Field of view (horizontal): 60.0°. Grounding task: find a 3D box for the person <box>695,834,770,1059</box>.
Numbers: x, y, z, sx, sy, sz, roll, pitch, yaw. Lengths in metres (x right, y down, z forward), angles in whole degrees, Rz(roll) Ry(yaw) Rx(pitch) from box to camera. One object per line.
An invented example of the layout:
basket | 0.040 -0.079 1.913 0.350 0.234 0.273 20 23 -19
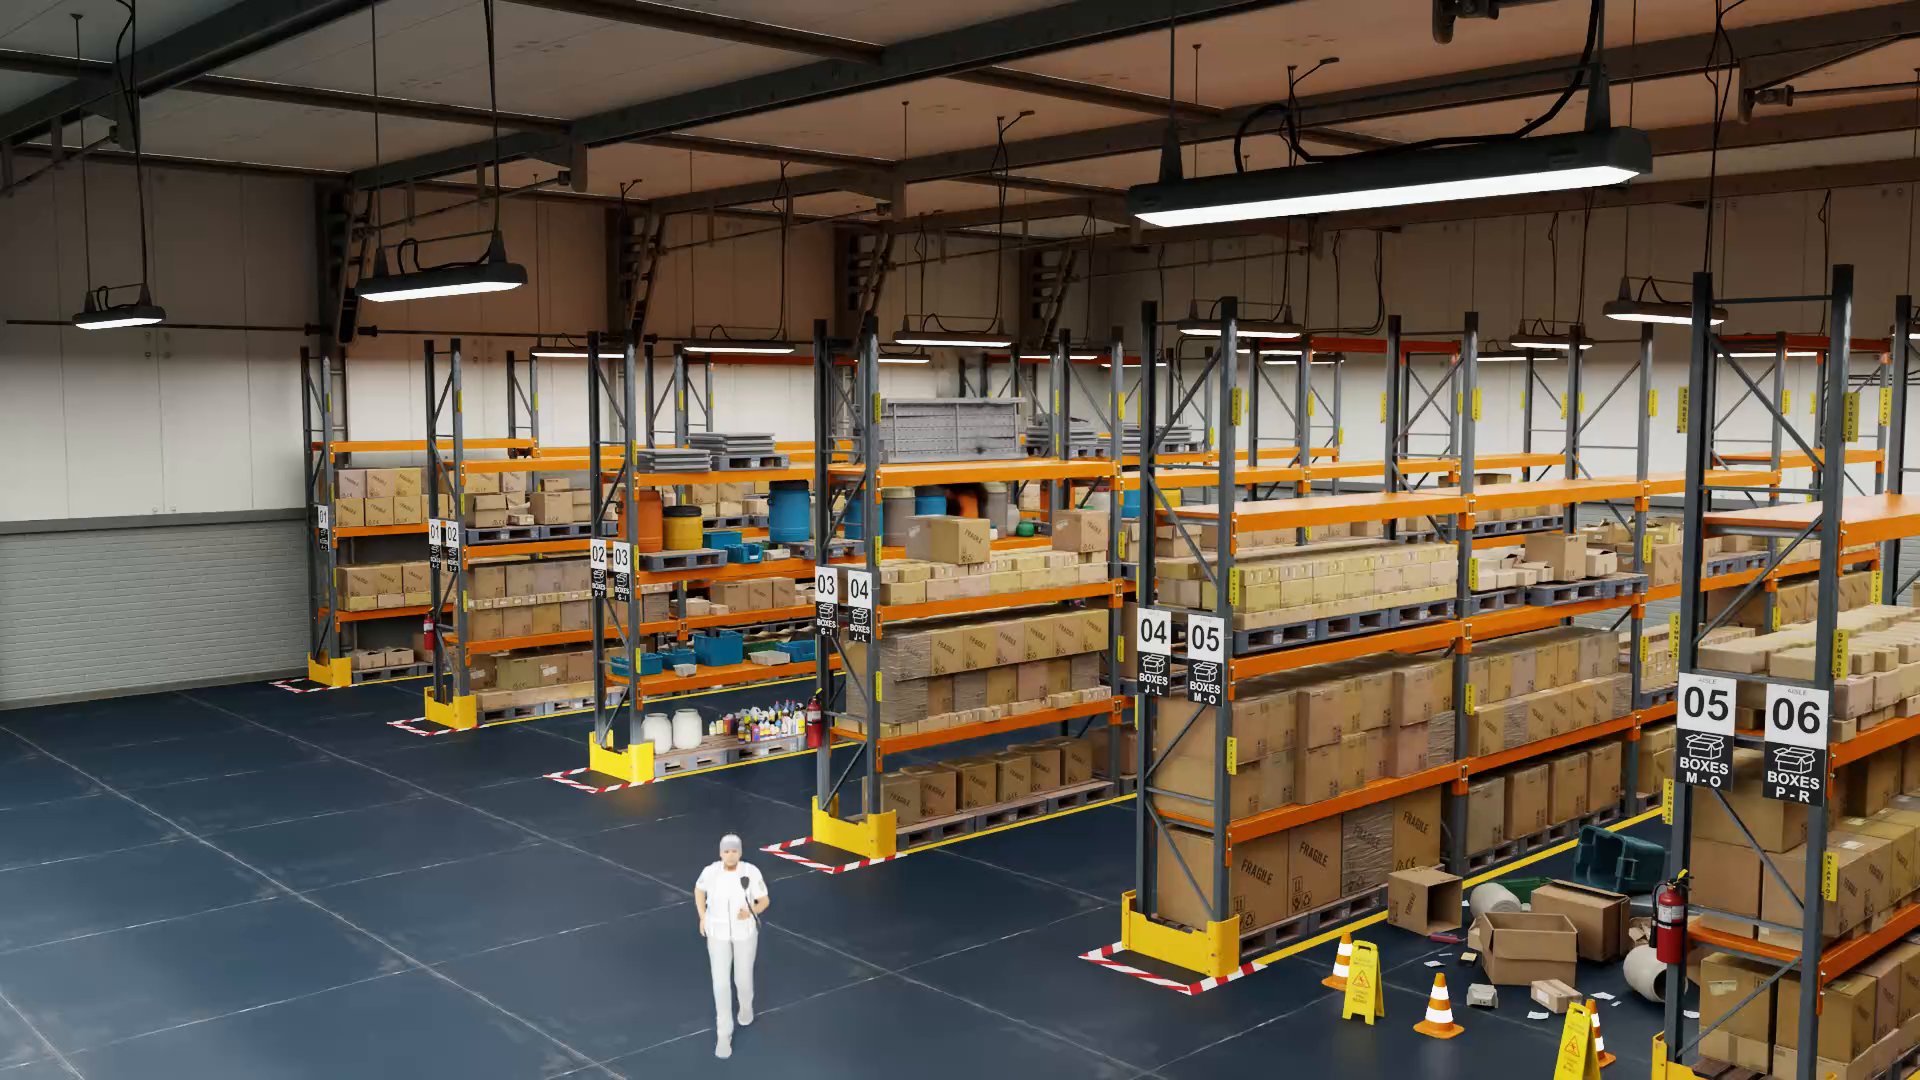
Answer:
person | -1.821 3.171 13.276 0.602 1.689 0.793 0 5 -5
